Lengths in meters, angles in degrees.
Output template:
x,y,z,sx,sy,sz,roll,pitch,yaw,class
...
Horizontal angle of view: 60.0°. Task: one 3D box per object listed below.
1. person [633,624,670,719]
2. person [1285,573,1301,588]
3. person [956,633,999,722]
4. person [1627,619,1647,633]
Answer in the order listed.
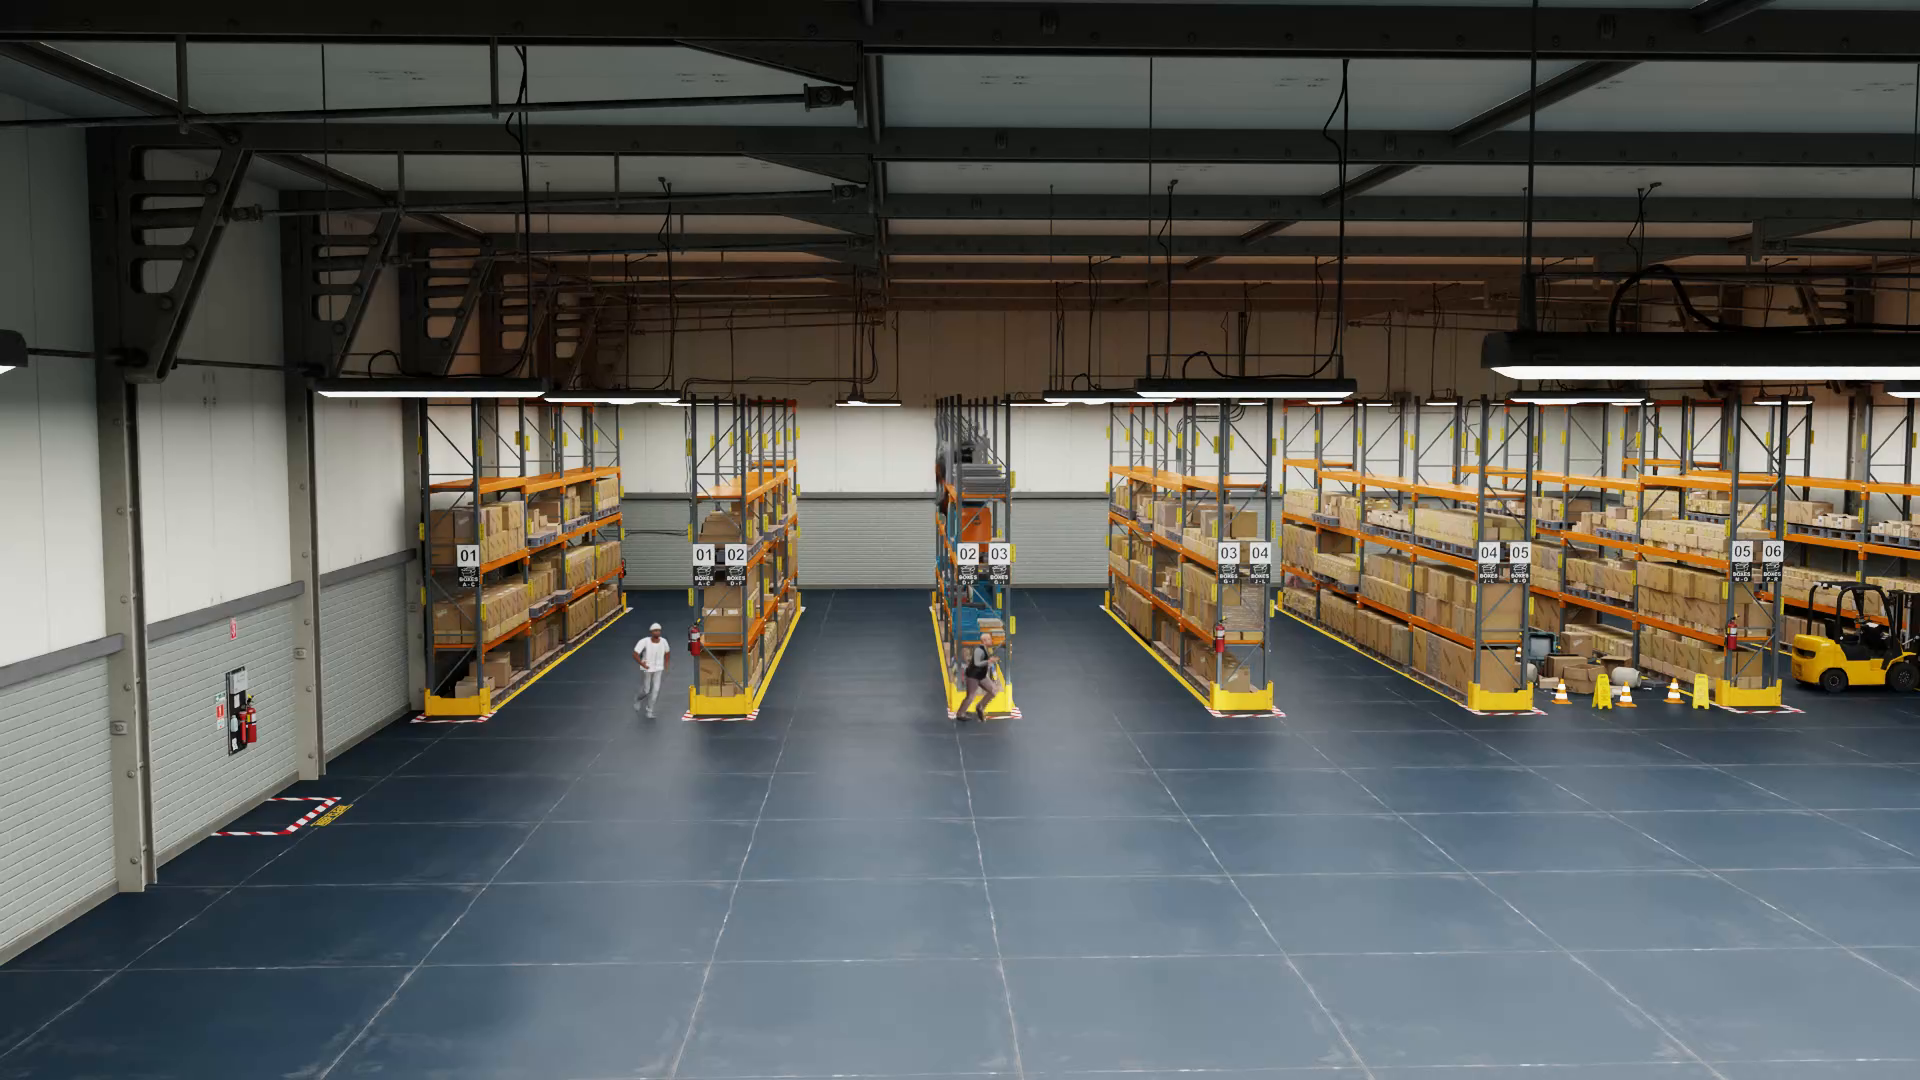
x,y,z,sx,sy,sz,roll,pitch,yaw,class
-5.740,2.419,31.066,0.737,1.736,0.775,-3,5,-31,person
9.892,1.036,49.088,0.632,1.660,0.555,-1,5,-15,person
0.329,2.499,30.120,0.886,1.648,0.640,2,5,27,person
17.232,1.606,42.313,0.487,1.644,0.750,-1,5,-13,person
